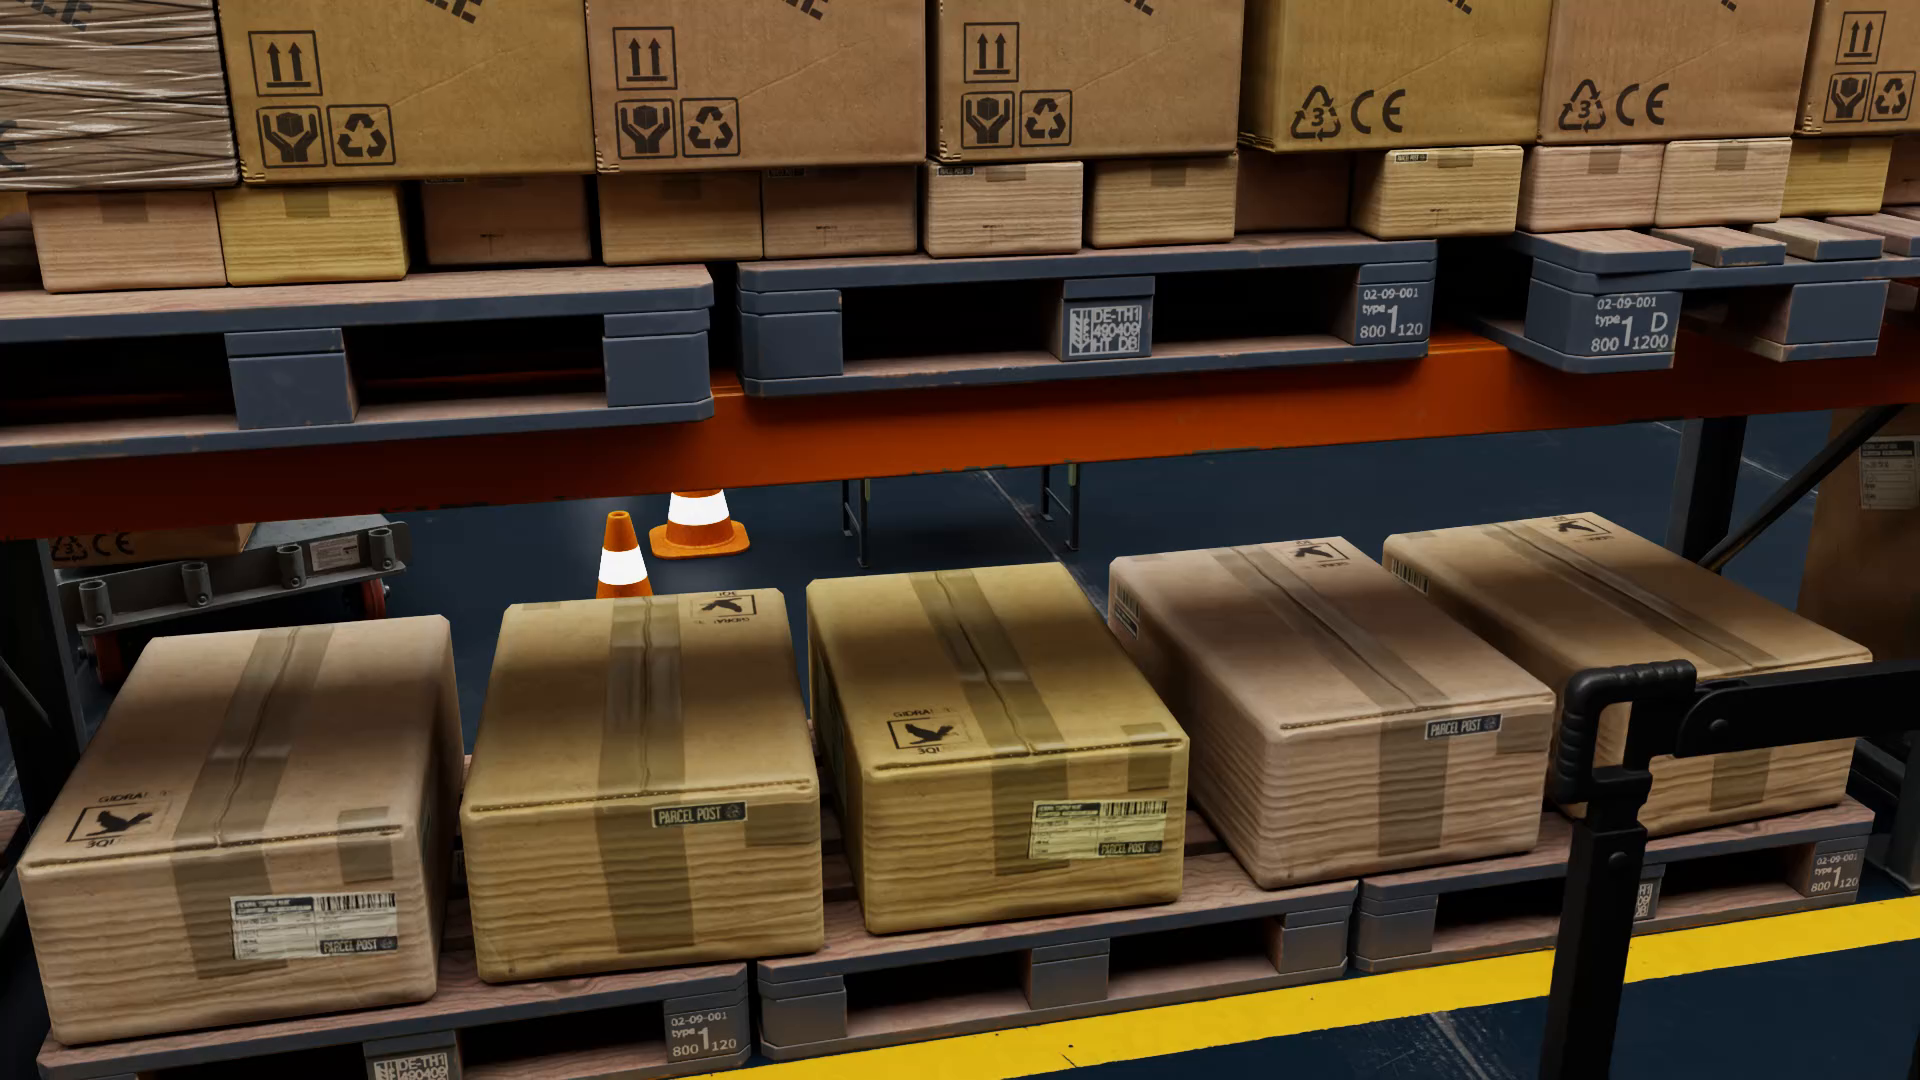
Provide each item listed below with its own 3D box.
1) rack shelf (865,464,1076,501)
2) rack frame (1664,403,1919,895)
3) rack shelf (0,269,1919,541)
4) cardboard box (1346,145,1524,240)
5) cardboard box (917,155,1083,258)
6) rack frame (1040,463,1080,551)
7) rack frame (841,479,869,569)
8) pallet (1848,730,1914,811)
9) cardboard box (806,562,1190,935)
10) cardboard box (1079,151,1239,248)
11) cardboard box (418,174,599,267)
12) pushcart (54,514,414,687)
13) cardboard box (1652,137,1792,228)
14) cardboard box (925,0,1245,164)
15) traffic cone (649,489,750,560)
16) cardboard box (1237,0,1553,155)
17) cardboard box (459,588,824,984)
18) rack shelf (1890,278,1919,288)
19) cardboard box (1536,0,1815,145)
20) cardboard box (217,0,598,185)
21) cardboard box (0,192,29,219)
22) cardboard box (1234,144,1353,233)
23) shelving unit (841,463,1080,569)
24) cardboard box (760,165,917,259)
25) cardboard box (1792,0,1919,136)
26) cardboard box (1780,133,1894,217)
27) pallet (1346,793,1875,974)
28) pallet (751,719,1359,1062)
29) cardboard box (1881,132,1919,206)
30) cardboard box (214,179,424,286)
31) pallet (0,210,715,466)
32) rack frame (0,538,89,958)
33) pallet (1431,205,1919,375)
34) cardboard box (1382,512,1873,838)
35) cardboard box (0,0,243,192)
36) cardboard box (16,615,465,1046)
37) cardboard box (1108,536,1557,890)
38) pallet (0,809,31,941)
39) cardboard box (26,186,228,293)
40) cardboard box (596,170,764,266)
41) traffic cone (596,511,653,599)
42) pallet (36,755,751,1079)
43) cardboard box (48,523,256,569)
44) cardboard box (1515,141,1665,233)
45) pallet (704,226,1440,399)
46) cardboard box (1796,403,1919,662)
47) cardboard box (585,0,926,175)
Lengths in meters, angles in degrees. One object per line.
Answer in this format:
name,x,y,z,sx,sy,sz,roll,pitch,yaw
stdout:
rack shelf,-0.006,-0.398,5.667,0.720,0.370,0.431,-5,21,-12
rack frame,2.046,-0.796,3.627,0.127,3.000,1.000,-5,21,-12
rack shelf,0.100,-0.300,3.318,4.000,0.370,1.077,-5,21,-12
cardboard box,0.791,-0.646,2.973,0.250,0.149,0.380,-4,21,-12
cardboard box,0.039,-0.590,2.820,0.250,0.149,0.380,-4,20,-10
rack frame,0.350,-0.733,5.634,0.023,1.500,0.400,-5,21,-12
rack frame,-0.363,-0.675,5.476,0.023,1.500,0.400,-5,21,-12
pallet,2.831,0.476,4.208,1.213,0.211,1.003,-5,21,-12
cardboard box,0.038,0.401,3.568,0.625,0.372,0.950,-4,20,-11
cardboard box,0.292,-0.621,2.905,0.250,0.149,0.380,-5,21,-14
cardboard box,-0.733,-0.561,2.741,0.250,0.149,0.380,-3,20,-9
pushcart,-2.420,-0.007,5.286,0.936,0.377,1.648,-13,24,-31
cardboard box,1.302,-0.690,3.092,0.250,0.149,0.380,-5,21,-13
cardboard box,0.145,-0.923,2.785,0.500,0.500,0.500,-6,21,-15
traffic cone,-0.910,-0.213,5.722,0.334,0.463,0.336,-5,21,-12
cardboard box,0.676,-0.966,2.902,0.500,0.500,0.500,-6,21,-16
cardboard box,-0.638,0.457,3.416,0.625,0.372,0.950,-3,20,-9
rack shelf,3.992,-0.616,4.182,4.000,0.370,1.077,-5,21,-12
cardboard box,1.167,-1.006,3.012,0.500,0.500,0.500,-5,21,-13
cardboard box,-0.837,-0.844,2.570,0.500,0.500,0.500,-5,21,-12
cardboard box,-3.712,-1.301,7.485,0.875,0.875,0.875,-4,21,-12
cardboard box,0.517,-0.669,3.034,0.250,0.149,0.380,-4,21,-12
shelving unit,-0.006,-0.704,5.555,0.755,1.500,0.431,-5,21,-12
cardboard box,-0.232,-0.587,2.810,0.250,0.149,0.380,-4,21,-12
cardboard box,1.668,-1.051,3.134,0.500,0.500,0.500,-5,21,-14
cardboard box,1.537,-0.725,3.188,0.250,0.149,0.380,-4,21,-12
pallet,1.285,0.575,3.939,1.213,0.211,1.003,-5,21,-12
pallet,0.100,0.670,3.678,1.213,0.211,1.003,-5,21,-12
cardboard box,1.781,-0.770,3.312,0.250,0.149,0.380,-4,20,-10
cardboard box,-0.991,-0.513,2.610,0.250,0.149,0.380,-4,21,-11
pallet,-1.069,-0.401,2.828,1.213,0.211,1.003,-5,21,-12
rack frame,-1.847,-0.479,2.762,0.127,3.000,1.000,-5,21,-12
pallet,1.377,-0.614,3.408,1.003,0.211,1.213,-5,21,-12
cardboard box,1.494,0.282,3.893,0.625,0.372,0.950,-6,21,-16
cardboard box,-1.324,-0.804,2.461,0.500,0.500,0.500,-4,21,-11
cardboard box,-1.337,0.515,3.258,0.625,0.372,0.950,-4,21,-12
cardboard box,0.778,0.343,3.727,0.625,0.372,0.950,-5,21,-14
pallet,-2.492,0.895,3.065,1.213,0.211,1.003,-5,21,-12
cardboard box,-1.236,-0.497,2.564,0.250,0.149,0.380,-4,21,-12
cardboard box,-0.473,-0.568,2.758,0.250,0.149,0.380,-4,21,-12
traffic cone,-0.962,0.145,4.746,0.334,0.463,0.336,-5,21,-12
pallet,-1.089,0.768,3.412,1.213,0.211,1.003,-5,21,-12
cardboard box,-2.285,-0.255,4.682,0.500,0.500,0.500,-5,21,-12
cardboard box,1.055,-0.673,3.045,0.250,0.149,0.380,-6,21,-15
pallet,0.129,-0.536,3.194,1.213,0.211,1.003,-5,21,-12
cardboard box,2.737,-0.022,3.993,0.875,0.875,0.875,-5,21,-13
cardboard box,-0.353,-0.879,2.664,0.500,0.500,0.500,-5,21,-13
